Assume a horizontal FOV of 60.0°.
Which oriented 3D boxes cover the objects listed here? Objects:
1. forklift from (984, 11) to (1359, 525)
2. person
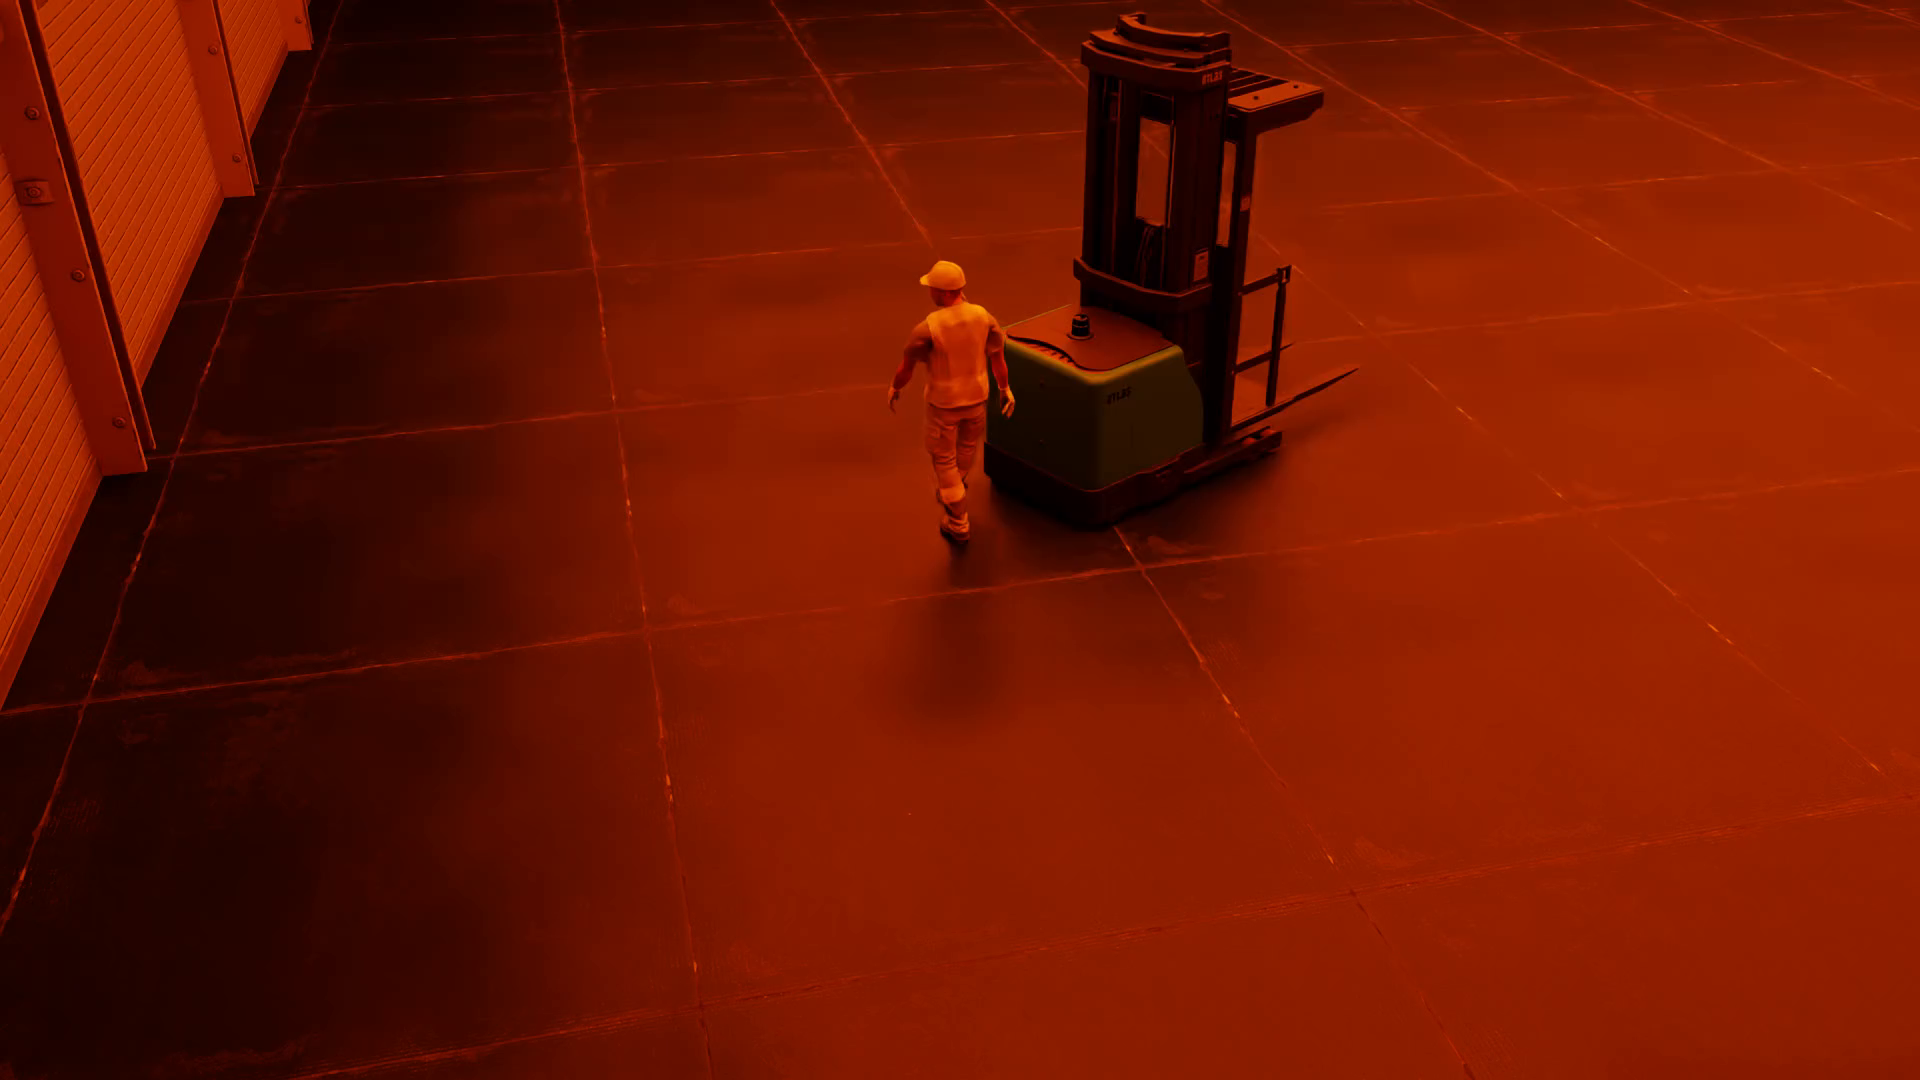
[{"bbox_3d":[1.596,-1.980,10.995,3.031,2.935,1.130,-24,38,-35],"label":"forklift"},{"bbox_3d":[-0.085,-0.931,10.357,0.751,1.753,0.789,-13,32,-21],"label":"person"}]
